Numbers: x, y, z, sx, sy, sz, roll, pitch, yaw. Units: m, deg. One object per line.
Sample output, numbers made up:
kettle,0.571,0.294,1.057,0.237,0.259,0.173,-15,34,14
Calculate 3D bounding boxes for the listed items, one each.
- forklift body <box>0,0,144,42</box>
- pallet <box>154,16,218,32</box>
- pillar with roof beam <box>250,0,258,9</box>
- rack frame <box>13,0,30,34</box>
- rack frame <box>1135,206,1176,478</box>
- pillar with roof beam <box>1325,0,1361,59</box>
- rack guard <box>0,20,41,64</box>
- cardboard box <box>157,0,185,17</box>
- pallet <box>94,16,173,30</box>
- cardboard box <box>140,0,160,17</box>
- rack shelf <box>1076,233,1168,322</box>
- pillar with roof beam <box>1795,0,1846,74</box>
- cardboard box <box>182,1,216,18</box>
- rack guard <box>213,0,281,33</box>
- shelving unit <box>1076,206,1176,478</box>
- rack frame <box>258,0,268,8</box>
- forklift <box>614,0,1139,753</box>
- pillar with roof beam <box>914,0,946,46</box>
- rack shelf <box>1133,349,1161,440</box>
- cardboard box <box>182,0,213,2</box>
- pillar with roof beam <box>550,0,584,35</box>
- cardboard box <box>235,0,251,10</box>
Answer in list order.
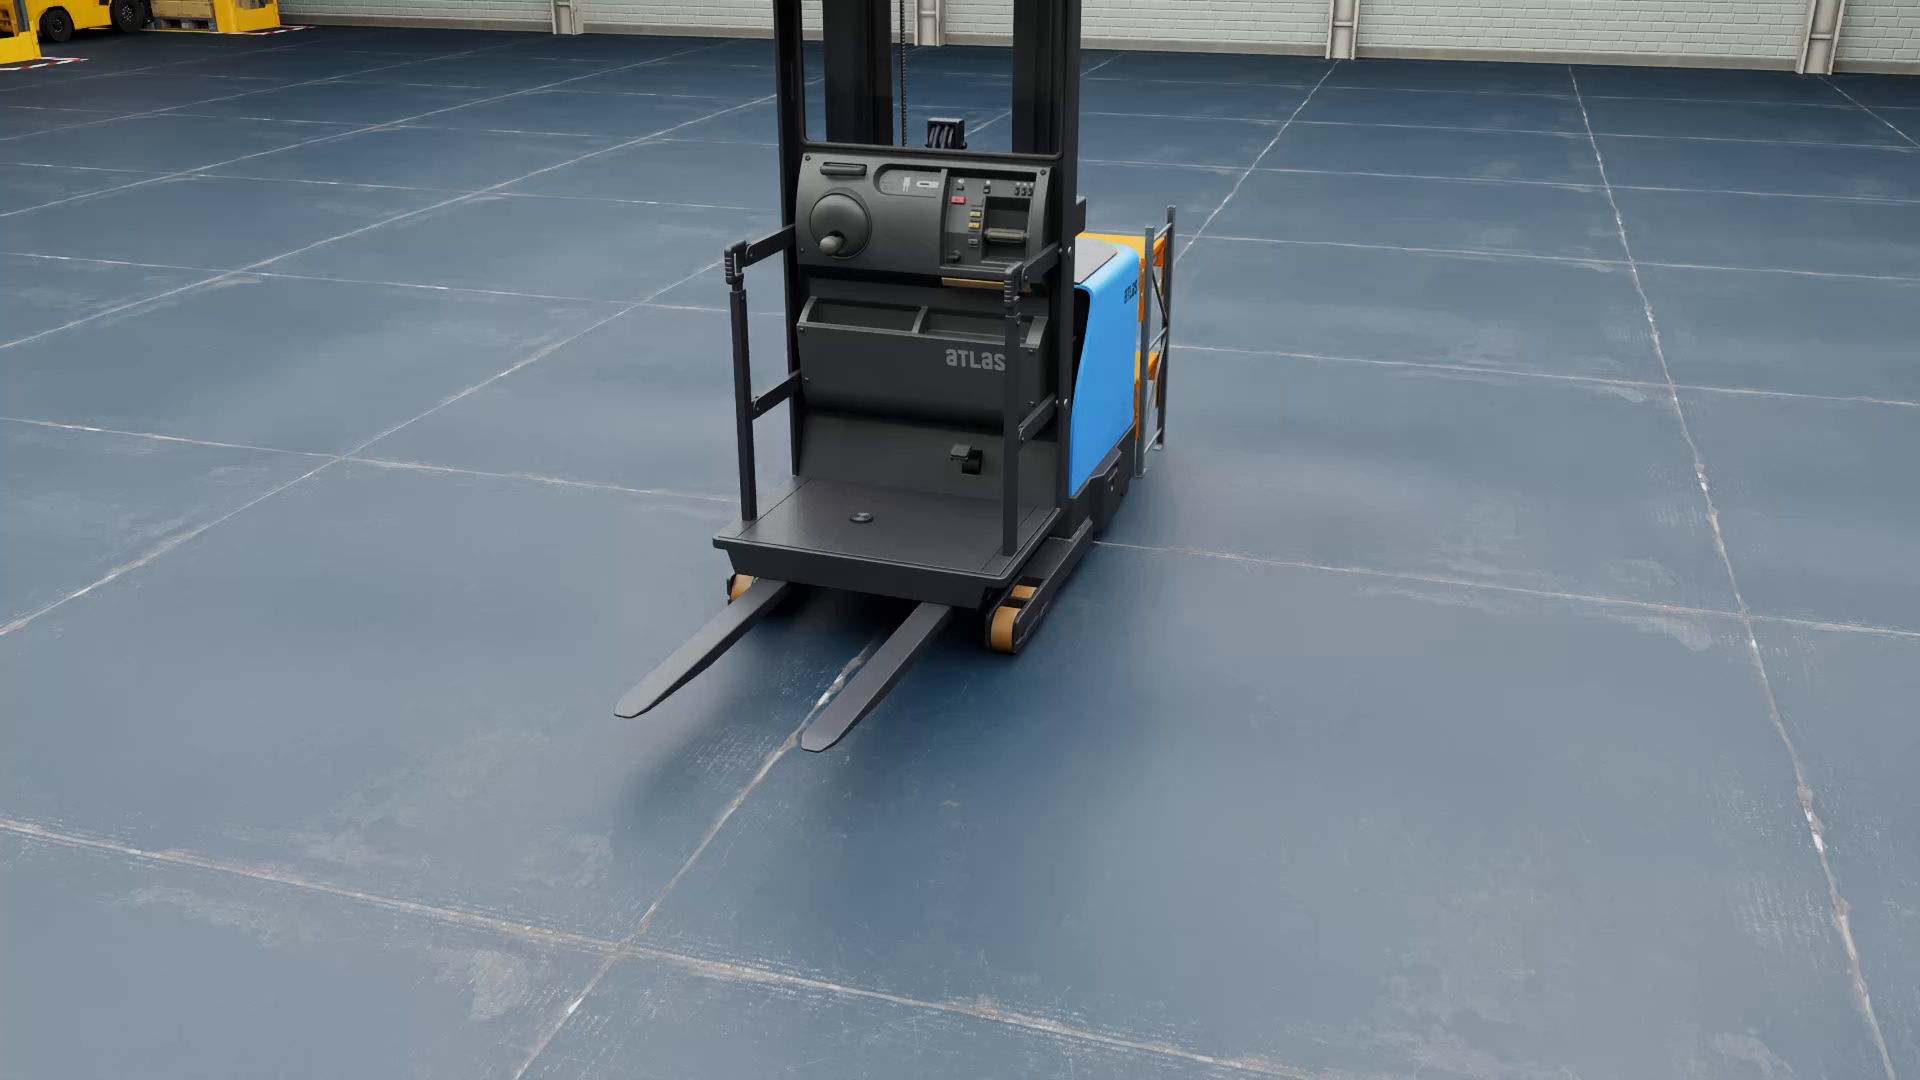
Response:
forklift body,-13.872,-8.818,25.432,1.214,2.155,2.313,7,23,16
pallet,-12.274,-8.444,27.077,1.213,0.211,1.003,7,23,16
pillar with roof beam,-13.180,-11.281,22.413,0.400,9.000,9.100,7,23,16
rack frame,-12.960,-7.862,21.983,0.127,3.000,1.000,7,23,16
rack frame,0.877,-0.890,7.457,0.032,1.125,0.500,7,23,17
pillar with roof beam,4.053,-9.307,17.603,0.400,9.000,9.100,7,23,16
rack guard,-13.033,-6.713,22.478,0.348,0.500,1.175,7,23,16
cardboard box,-12.544,-8.582,26.810,0.500,0.250,0.500,7,23,15
pallet,-13.438,-8.578,27.405,1.213,0.211,1.003,7,23,15
cardboard box,-13.021,-8.640,26.951,0.500,0.250,0.500,7,23,16
rack shelf,0.394,-1.221,7.493,1.000,0.278,0.538,7,23,17
pillar with roof beam,9.797,-8.650,15.999,0.400,9.000,9.100,7,23,16
cardboard box,-12.071,-8.524,26.668,0.500,0.250,0.500,7,23,16
rack guard,-11.507,-8.506,26.848,0.348,0.500,1.175,7,23,16
shelving unit,0.394,-0.950,7.605,1.048,1.125,0.538,7,23,17
rack frame,-11.530,-9.665,26.381,0.127,3.000,1.000,7,23,16
forklift,-0.208,-1.133,5.671,1.130,2.935,3.031,8,24,18
pillar with roof beam,-1.691,-9.965,19.206,0.400,9.000,9.100,7,23,16
rack shelf,0.394,-0.724,7.697,1.000,0.278,0.538,7,23,17
cardboard box,-12.086,-8.759,26.581,0.500,0.250,0.500,6,23,15
pillar with roof beam,-7.435,-10.623,20.810,0.400,9.000,9.100,7,23,16
cardboard box,-11.944,-8.712,27.127,0.500,0.250,0.500,7,23,16
